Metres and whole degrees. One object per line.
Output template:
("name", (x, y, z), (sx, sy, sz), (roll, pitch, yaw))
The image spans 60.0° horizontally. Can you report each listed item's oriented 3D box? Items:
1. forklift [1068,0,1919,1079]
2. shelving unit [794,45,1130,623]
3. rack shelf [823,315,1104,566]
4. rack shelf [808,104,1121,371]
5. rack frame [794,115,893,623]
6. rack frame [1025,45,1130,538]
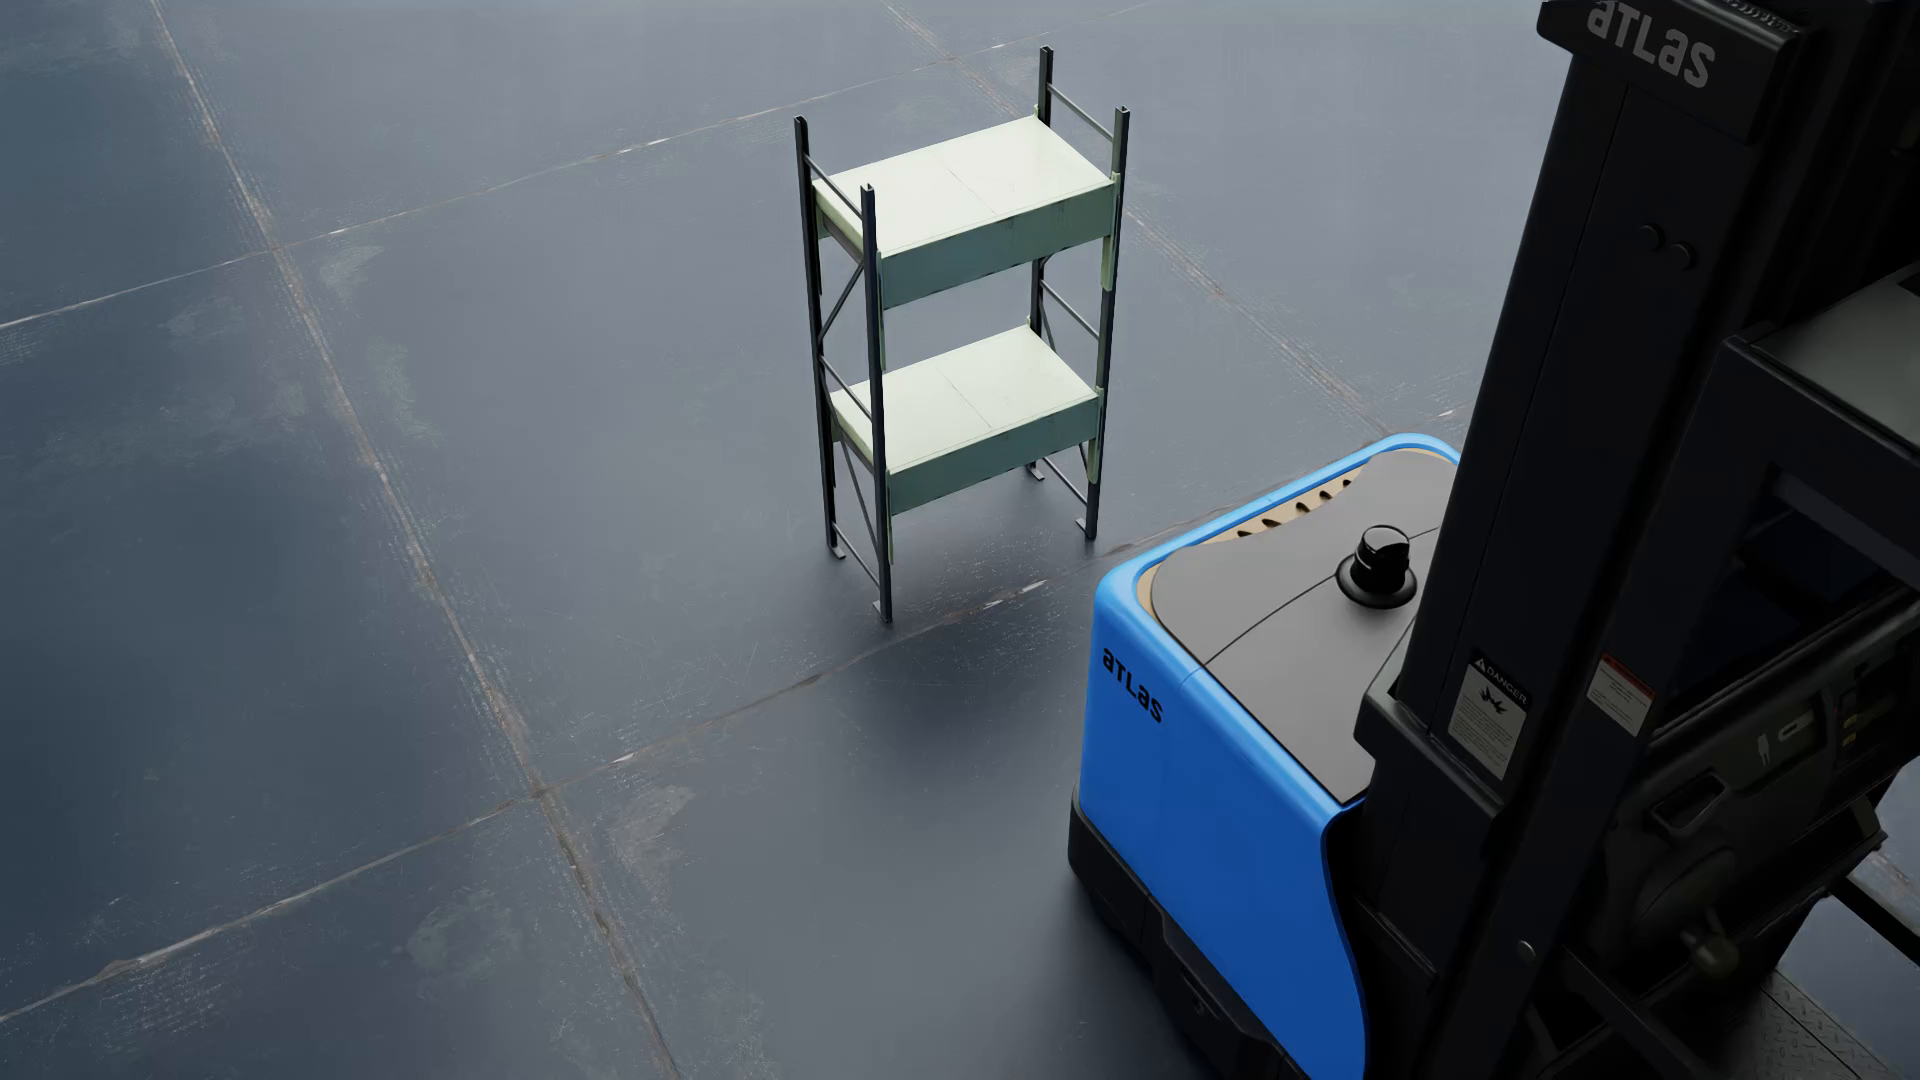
("forklift", (1.499, 0.482, 2.649), (1.130, 2.935, 3.031), (-24, 49, -23))
("shelving unit", (0.006, -0.541, 4.730), (0.755, 1.500, 0.431), (-22, 48, -21))
("rack shelf", (0.006, -0.307, 4.957), (0.720, 0.370, 0.431), (-22, 48, -21))
("rack shelf", (0.006, -0.821, 4.458), (0.720, 0.370, 0.431), (-22, 48, -21))
("rack frame", (-0.312, -0.414, 4.599), (0.023, 1.500, 0.400), (-22, 48, -21))
("rack frame", (0.323, -0.668, 4.861), (0.023, 1.500, 0.400), (-22, 48, -21))
